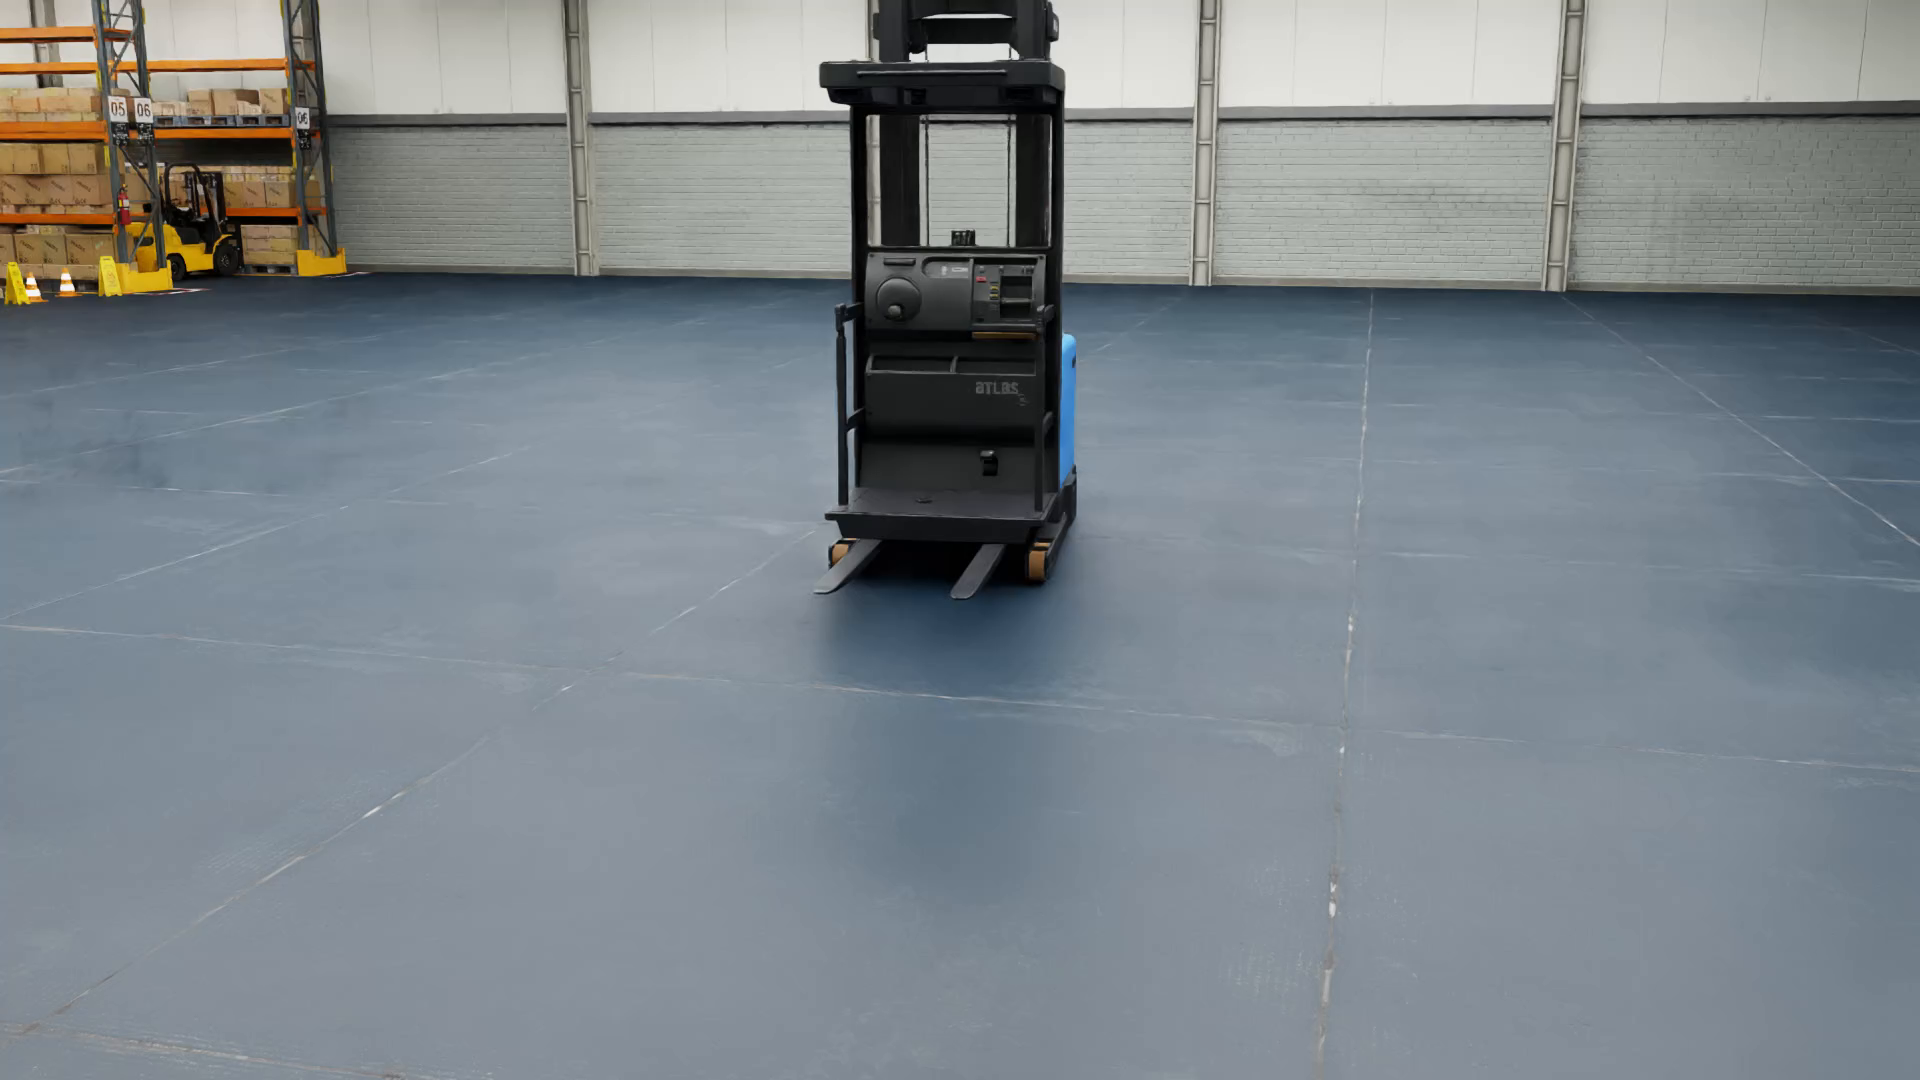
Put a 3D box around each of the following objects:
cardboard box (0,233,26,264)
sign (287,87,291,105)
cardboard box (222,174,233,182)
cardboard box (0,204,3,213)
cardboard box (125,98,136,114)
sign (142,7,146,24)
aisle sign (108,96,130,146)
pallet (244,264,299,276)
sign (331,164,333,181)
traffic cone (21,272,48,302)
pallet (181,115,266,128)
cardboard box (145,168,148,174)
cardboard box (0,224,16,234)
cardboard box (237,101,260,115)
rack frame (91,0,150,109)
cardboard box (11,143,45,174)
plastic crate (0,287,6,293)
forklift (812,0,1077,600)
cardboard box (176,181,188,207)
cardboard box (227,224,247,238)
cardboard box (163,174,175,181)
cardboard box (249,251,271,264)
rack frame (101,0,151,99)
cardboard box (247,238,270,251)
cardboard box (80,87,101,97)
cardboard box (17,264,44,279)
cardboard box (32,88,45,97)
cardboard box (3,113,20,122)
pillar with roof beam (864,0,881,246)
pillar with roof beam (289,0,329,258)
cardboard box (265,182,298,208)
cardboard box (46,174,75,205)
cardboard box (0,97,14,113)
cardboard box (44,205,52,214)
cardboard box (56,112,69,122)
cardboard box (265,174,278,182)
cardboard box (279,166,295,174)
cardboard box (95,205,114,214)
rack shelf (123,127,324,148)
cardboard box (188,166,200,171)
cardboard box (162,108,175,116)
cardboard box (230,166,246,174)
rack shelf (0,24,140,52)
[{"bbox_3d":[-16.226,-5.004,28.508,0.500,0.500,0.500,4,13,16],"label":"cardboard box"},{"bbox_3d":[-12.834,-8.496,31.814,0.005,0.325,0.100,3,13,14],"label":"sign"},{"bbox_3d":[-14.345,-7.137,32.749,0.250,0.149,0.380,3,13,14],"label":"cardboard box"},{"bbox_3d":[-16.291,-5.640,28.309,0.250,0.149,0.380,3,13,14],"label":"cardboard box"},{"bbox_3d":[-14.300,-7.326,28.061,0.500,0.250,0.500,3,13,13],"label":"cardboard box"},{"bbox_3d":[-16.417,-10.536,33.425,0.005,0.325,0.100,3,13,14],"label":"sign"},{"bbox_3d":[-13.885,-6.912,27.461,0.004,0.787,0.394,3,13,14],"label":"aisle sign"},{"bbox_3d":[-13.443,-5.421,33.179,1.213,0.211,1.003,3,13,14],"label":"pallet"},{"bbox_3d":[-12.552,-7.329,33.160,0.005,0.325,0.100,3,13,14],"label":"sign"},{"bbox_3d":[-14.538,-3.969,26.053,0.334,0.463,0.336,3,13,14],"label":"traffic cone"},{"bbox_3d":[-14.559,-8.277,32.896,1.213,0.211,1.003,3,13,14],"label":"pallet"},{"bbox_3d":[-16.056,-7.400,33.245,0.250,0.149,0.380,3,13,14],"label":"cardboard box"},{"bbox_3d":[-16.383,-5.314,28.410,0.250,0.149,0.380,4,13,17],"label":"cardboard box"},{"bbox_3d":[-13.814,-8.396,32.336,0.258,0.266,0.396,3,13,14],"label":"cardboard box"},{"bbox_3d":[-13.876,-8.636,27.382,0.127,3.000,1.000,3,13,14],"label":"rack frame"},{"bbox_3d":[-15.434,-6.403,27.940,0.500,0.500,0.700,3,13,13],"label":"cardboard box"},{"bbox_3d":[-16.432,-4.235,28.139,0.583,0.080,0.402,-1,13,-6],"label":"plastic crate"},{"bbox_3d":[-0.057,-1.299,8.321,1.130,2.935,3.031,2,13,9],"label":"forklift"},{"bbox_3d":[-15.204,-6.880,33.088,0.500,0.500,0.500,3,13,13],"label":"cardboard box"},{"bbox_3d":[-14.202,-6.110,32.916,0.500,0.250,0.500,3,13,14],"label":"cardboard box"},{"bbox_3d":[-15.594,-7.203,33.047,0.250,0.149,0.380,3,13,15],"label":"cardboard box"},{"bbox_3d":[-13.703,-5.600,32.926,0.500,0.250,0.500,3,13,14],"label":"cardboard box"},{"bbox_3d":[-16.574,-9.887,33.023,0.127,3.000,1.000,3,13,14],"label":"rack frame"},{"bbox_3d":[-13.722,-5.846,32.881,0.500,0.250,0.500,3,13,13],"label":"cardboard box"},{"bbox_3d":[-14.275,-7.394,27.447,0.250,0.149,0.380,3,13,14],"label":"cardboard box"},{"bbox_3d":[-15.736,-4.610,28.464,0.500,0.250,0.500,3,13,12],"label":"cardboard box"},{"bbox_3d":[-15.238,-7.463,27.758,0.250,0.149,0.380,3,13,14],"label":"cardboard box"},{"bbox_3d":[-15.791,-7.079,27.870,0.250,0.149,0.380,3,13,13],"label":"cardboard box"},{"bbox_3d":[-2.531,-8.378,26.218,0.400,9.000,9.100,3,13,14],"label":"pillar with roof beam"},{"bbox_3d":[-14.182,-9.000,29.025,0.400,9.000,9.100,3,13,14],"label":"pillar with roof beam"},{"bbox_3d":[-13.231,-6.770,32.593,0.500,0.500,0.500,3,13,12],"label":"cardboard box"},{"bbox_3d":[-14.954,-5.898,27.976,0.500,0.500,0.500,3,13,14],"label":"cardboard box"},{"bbox_3d":[-15.921,-7.291,27.907,0.500,0.250,0.500,3,13,14],"label":"cardboard box"},{"bbox_3d":[-15.279,-5.616,28.203,0.250,0.149,0.380,3,13,14],"label":"cardboard box"},{"bbox_3d":[-14.789,-7.036,27.674,0.250,0.149,0.380,3,13,15],"label":"cardboard box"},{"bbox_3d":[-13.349,-7.083,32.504,0.250,0.149,0.380,3,13,14],"label":"cardboard box"},{"bbox_3d":[-13.089,-7.236,32.508,0.250,0.149,0.380,3,13,14],"label":"cardboard box"},{"bbox_3d":[-14.290,-5.559,27.944,0.250,0.149,0.380,4,13,15],"label":"cardboard box"},{"bbox_3d":[-14.632,-7.968,32.958,4.000,0.370,1.077,3,13,14],"label":"rack shelf"},{"bbox_3d":[-15.066,-7.340,32.978,0.250,0.149,0.380,3,13,13],"label":"cardboard box"},{"bbox_3d":[-15.465,-8.427,32.747,0.250,0.149,0.380,3,13,15],"label":"cardboard box"},{"bbox_3d":[-14.099,-7.269,32.657,0.250,0.149,0.380,3,13,15],"label":"cardboard box"},{"bbox_3d":[-15.818,-8.387,27.928,4.000,0.370,1.077,3,13,14],"label":"rack shelf"}]
